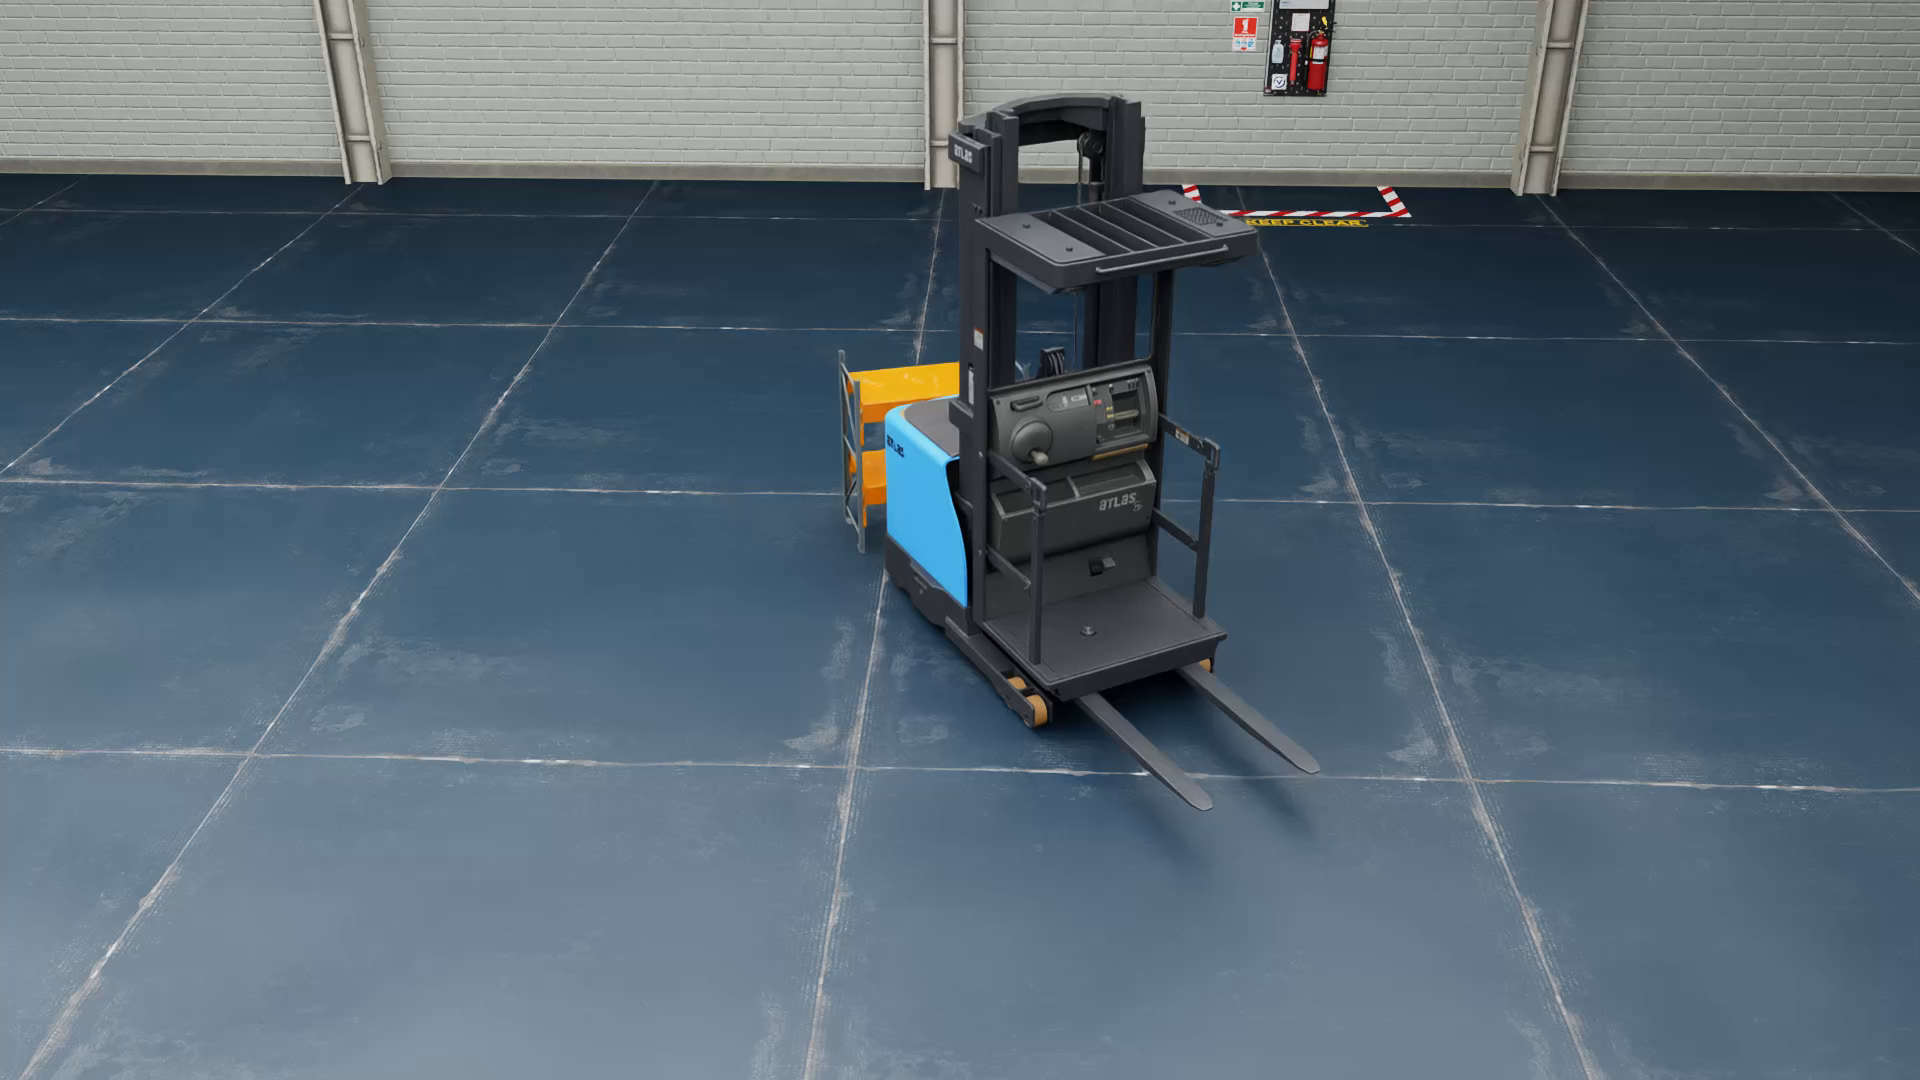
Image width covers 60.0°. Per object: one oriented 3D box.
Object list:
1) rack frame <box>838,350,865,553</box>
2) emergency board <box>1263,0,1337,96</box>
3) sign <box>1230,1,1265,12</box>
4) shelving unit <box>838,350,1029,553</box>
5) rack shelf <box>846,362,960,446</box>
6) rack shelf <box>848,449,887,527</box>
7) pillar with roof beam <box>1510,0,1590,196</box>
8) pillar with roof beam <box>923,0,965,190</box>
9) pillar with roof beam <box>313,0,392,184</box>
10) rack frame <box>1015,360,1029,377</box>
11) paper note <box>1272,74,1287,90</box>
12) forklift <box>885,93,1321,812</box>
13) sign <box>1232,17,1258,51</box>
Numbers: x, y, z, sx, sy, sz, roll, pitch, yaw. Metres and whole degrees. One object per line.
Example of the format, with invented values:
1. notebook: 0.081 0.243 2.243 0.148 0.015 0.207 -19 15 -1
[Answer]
1. rack frame: -0.654 -0.532 10.053 0.032 1.125 0.500 -7 29 -13
2. emergency board: 3.369 -4.937 16.361 0.643 1.169 0.194 1 28 2
3. sign: 2.824 -5.240 16.329 0.331 0.109 0.001 1 28 2
4. shelving unit: -0.162 -0.592 10.166 1.048 1.125 0.538 -7 29 -13
5. rack shelf: -0.162 -0.851 10.029 1.000 0.278 0.538 -7 29 -13
6. rack shelf: -0.162 -0.376 10.281 1.000 0.278 0.538 -7 29 -13
7. pillar with roof beam: 5.686 -5.514 11.044 0.400 9.000 9.100 1 28 2
8. pillar with roof beam: -0.311 -5.613 11.231 0.400 9.000 9.100 1 28 2
9. pillar with roof beam: -6.307 -5.713 11.418 0.400 9.000 9.100 1 28 2
10. rack frame: 0.330 -0.653 10.280 0.032 1.125 0.500 -7 29 -13
11. paper note: 3.195 -4.583 16.634 0.142 0.148 0.016 1 28 2
12. forklift: 0.689 -0.581 8.216 1.130 2.935 3.031 -14 31 -24
13. sign: 2.820 -5.010 16.461 0.234 0.329 0.001 1 28 2
